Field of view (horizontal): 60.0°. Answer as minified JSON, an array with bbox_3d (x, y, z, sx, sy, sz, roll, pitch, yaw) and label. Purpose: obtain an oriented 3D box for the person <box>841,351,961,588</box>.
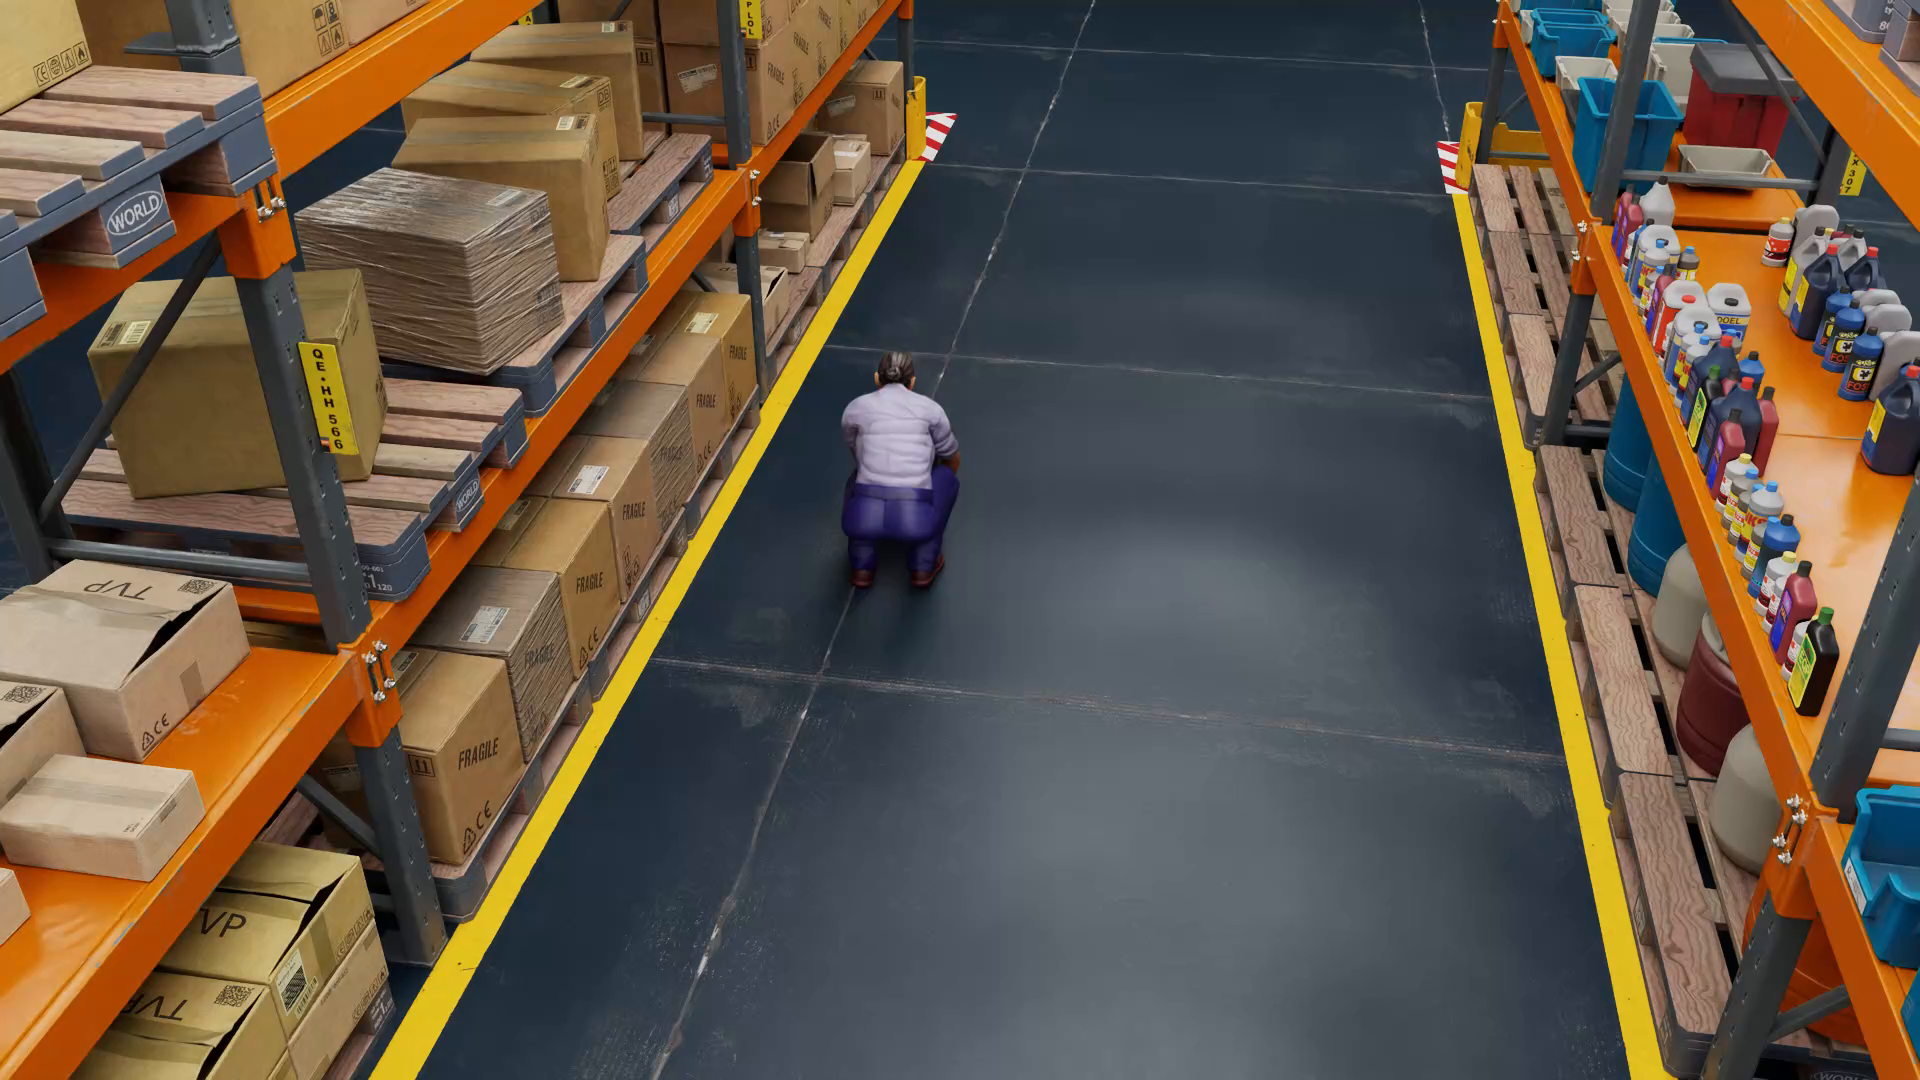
[{"bbox_3d":[-0.276,-0.294,7.296,0.520,0.922,0.832,5,33,8],"label":"person"}]
